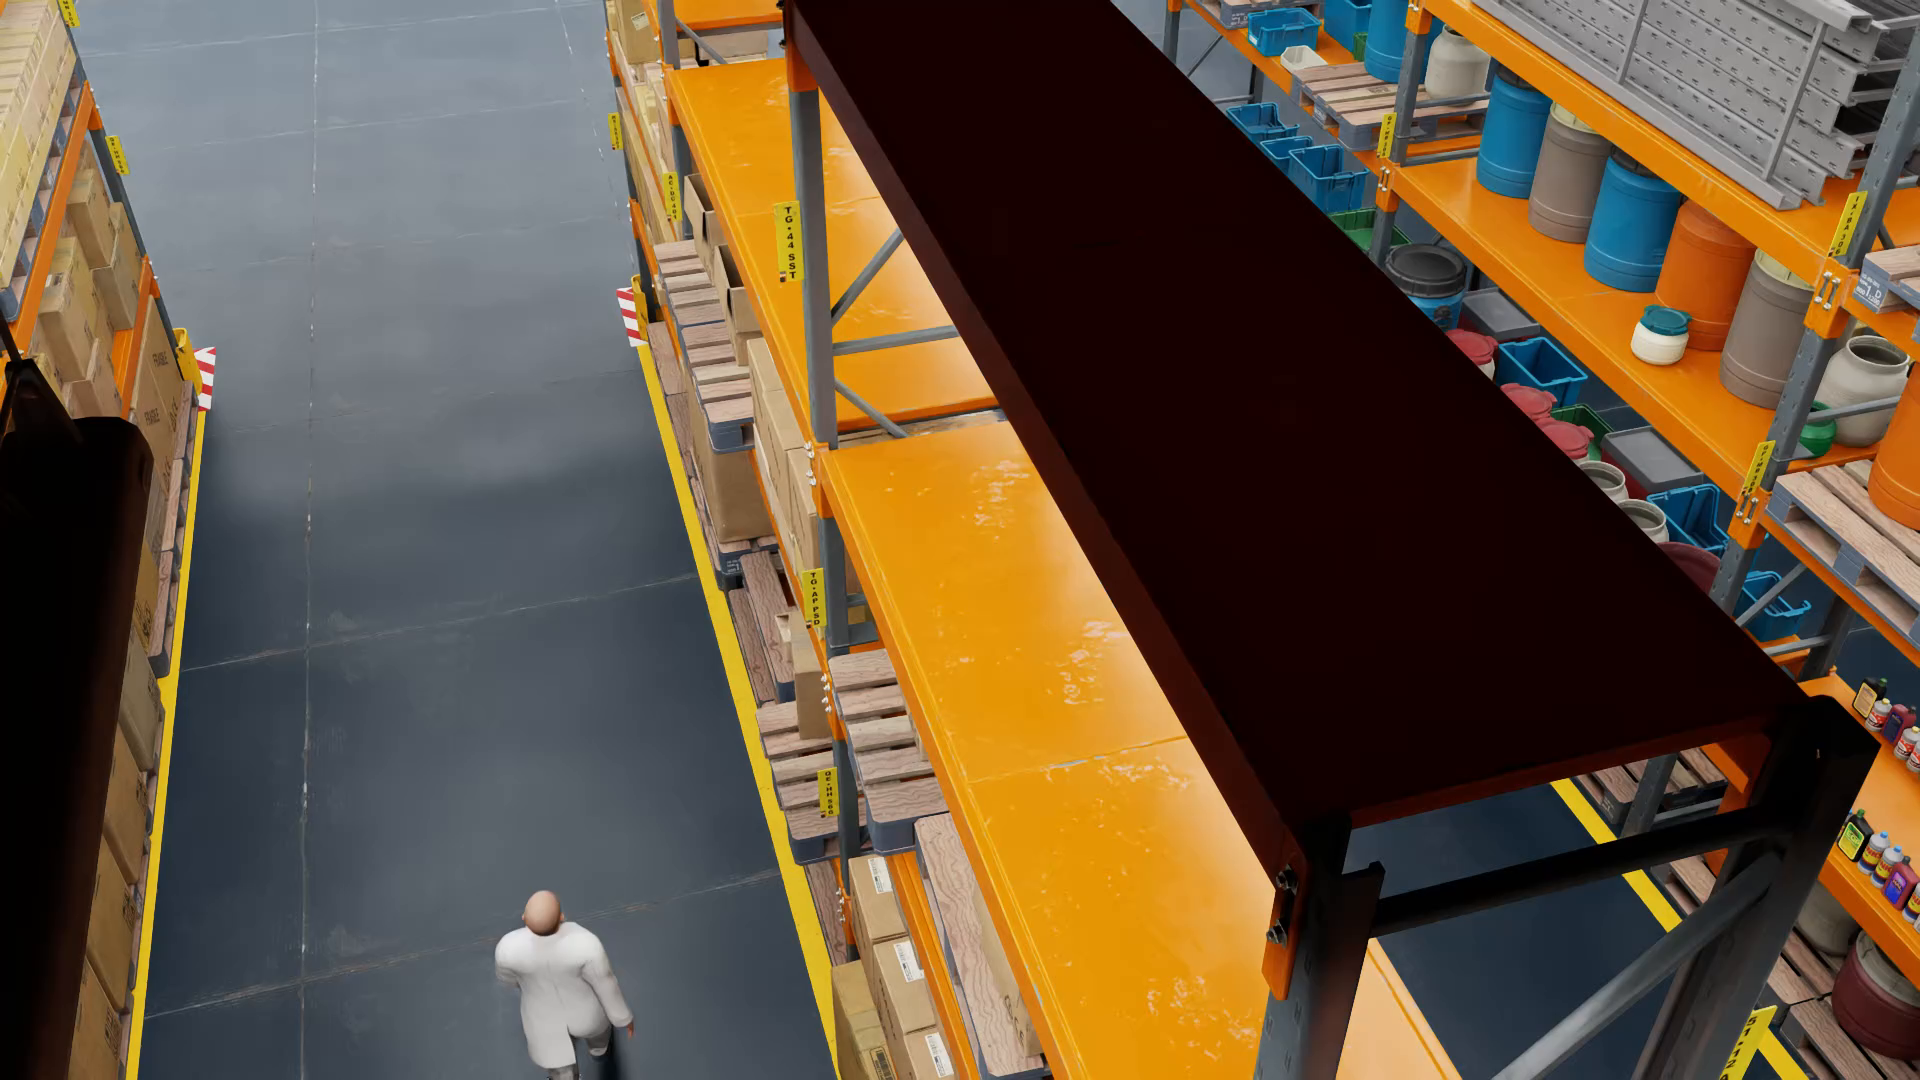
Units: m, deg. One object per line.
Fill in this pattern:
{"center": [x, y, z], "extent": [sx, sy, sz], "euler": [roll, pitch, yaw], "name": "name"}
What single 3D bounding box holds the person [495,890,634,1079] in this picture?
{"center": [-2.006, 2.310, 8.490], "extent": [0.625, 1.703, 1.102], "euler": [-9, 39, -11], "name": "person"}
